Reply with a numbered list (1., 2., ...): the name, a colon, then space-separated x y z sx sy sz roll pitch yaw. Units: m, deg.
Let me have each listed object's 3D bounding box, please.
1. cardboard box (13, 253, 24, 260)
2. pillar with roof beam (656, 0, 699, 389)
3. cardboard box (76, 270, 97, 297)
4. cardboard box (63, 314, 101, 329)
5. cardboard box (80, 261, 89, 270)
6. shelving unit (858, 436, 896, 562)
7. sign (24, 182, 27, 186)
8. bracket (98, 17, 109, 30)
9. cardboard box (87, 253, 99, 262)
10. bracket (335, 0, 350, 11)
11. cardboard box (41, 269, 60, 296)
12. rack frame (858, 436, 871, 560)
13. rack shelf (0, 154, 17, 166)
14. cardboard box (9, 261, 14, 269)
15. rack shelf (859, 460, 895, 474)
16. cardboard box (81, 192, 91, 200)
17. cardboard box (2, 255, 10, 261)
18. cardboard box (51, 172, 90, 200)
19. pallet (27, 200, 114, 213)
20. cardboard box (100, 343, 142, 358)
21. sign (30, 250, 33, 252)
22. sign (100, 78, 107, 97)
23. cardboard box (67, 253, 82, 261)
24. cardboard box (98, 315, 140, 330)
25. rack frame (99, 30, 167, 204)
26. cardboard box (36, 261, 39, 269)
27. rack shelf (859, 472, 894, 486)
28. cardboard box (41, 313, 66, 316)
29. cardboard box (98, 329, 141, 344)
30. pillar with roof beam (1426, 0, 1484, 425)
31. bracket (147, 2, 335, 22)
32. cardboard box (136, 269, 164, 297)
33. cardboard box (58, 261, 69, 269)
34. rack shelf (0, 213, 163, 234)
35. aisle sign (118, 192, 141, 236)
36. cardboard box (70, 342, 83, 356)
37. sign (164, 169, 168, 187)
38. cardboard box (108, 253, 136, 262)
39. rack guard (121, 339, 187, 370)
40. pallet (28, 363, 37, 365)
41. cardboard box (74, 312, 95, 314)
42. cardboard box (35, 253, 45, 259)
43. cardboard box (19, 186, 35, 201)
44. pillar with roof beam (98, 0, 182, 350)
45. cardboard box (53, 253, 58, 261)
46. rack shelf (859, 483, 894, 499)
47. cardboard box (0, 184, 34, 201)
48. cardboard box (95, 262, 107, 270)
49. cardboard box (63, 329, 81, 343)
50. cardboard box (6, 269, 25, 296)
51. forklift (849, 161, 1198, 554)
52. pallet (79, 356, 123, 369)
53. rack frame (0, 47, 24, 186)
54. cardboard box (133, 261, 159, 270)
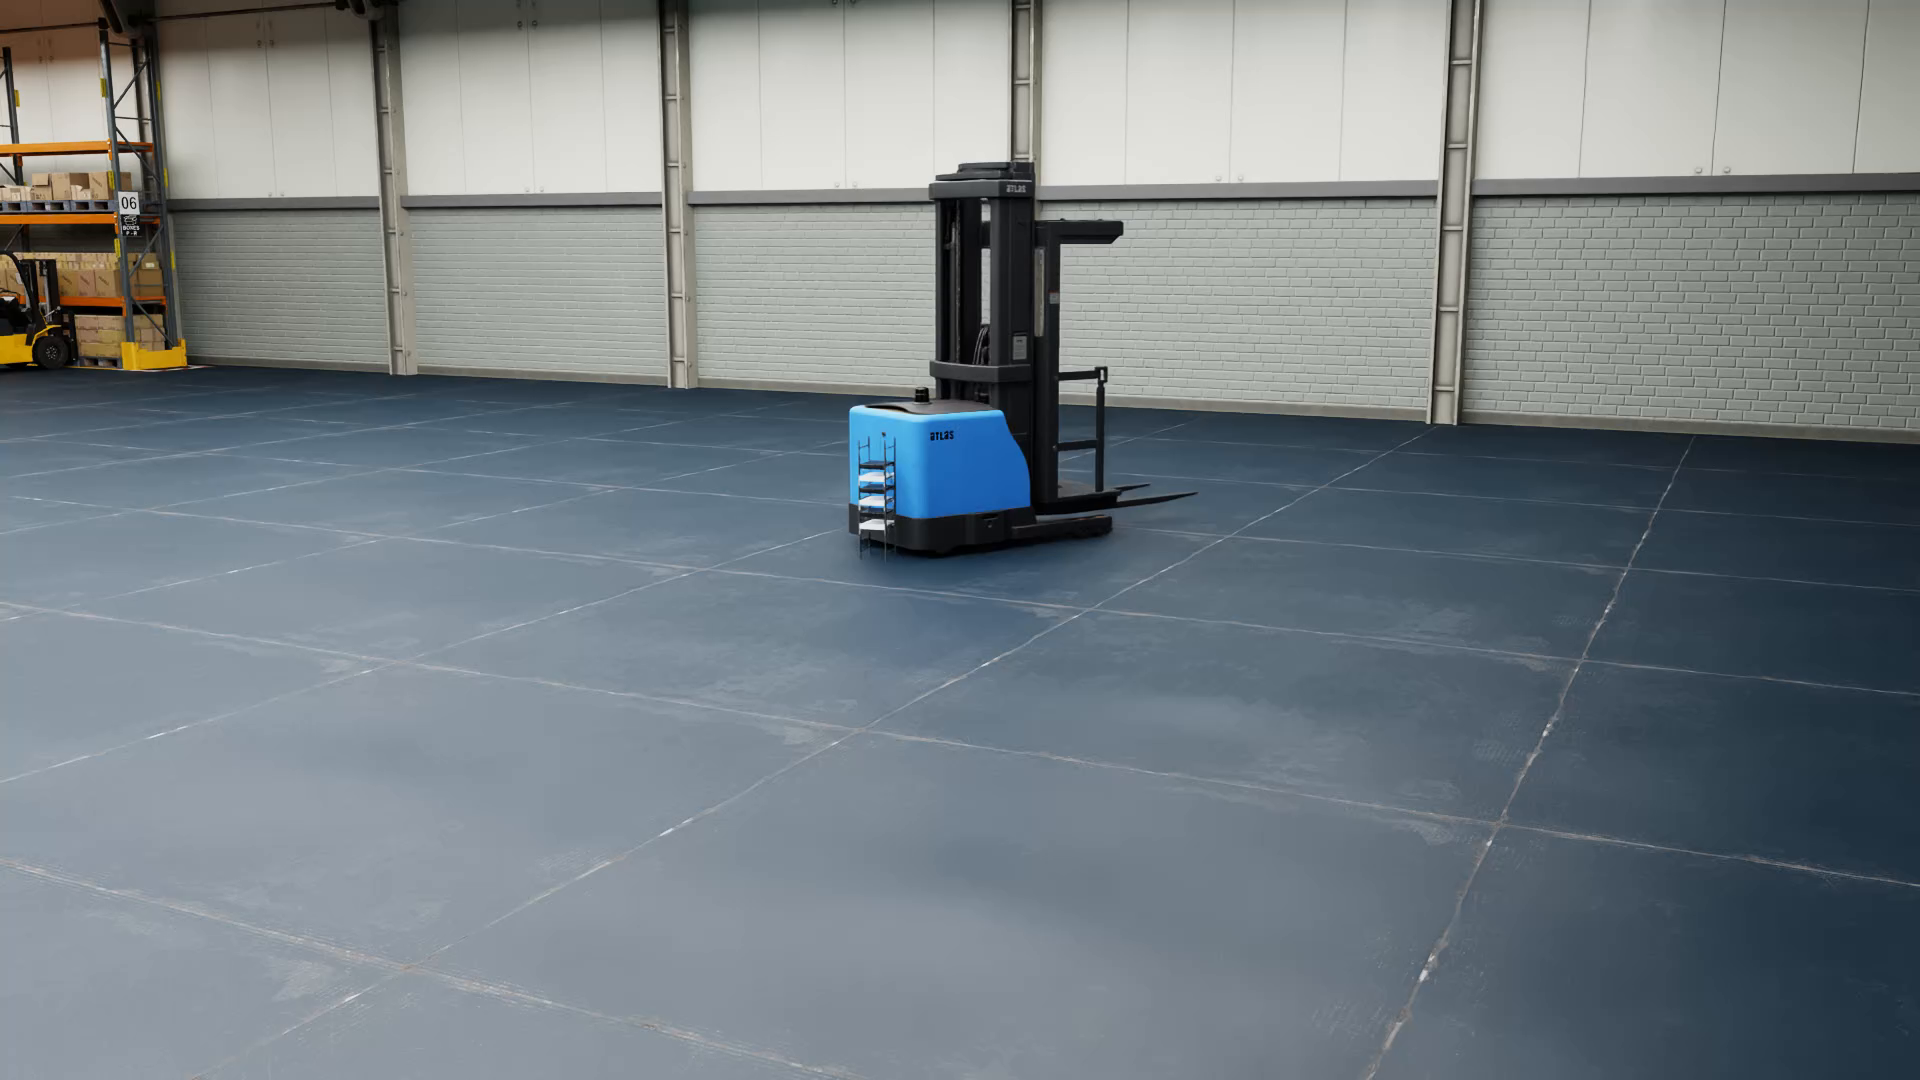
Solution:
1. cardboard box: -17.744 -5.385 31.624 0.250 0.149 0.380 5 12 27
2. pillar with roof beam: -6.373 -6.207 22.257 0.400 9.000 9.100 5 11 26
3. cardboard box: -16.022 -4.777 30.924 0.500 0.500 0.500 5 12 28
4. cardboard box: -16.472 -4.099 31.188 0.500 0.250 0.500 5 11 27
5. cardboard box: -16.104 -5.107 30.923 0.250 0.149 0.380 5 11 25
6. shelving unit: -0.617 -0.309 12.408 0.210 0.900 0.258 3 11 16
7. sign: -18.347 -6.862 32.628 0.005 0.325 0.100 5 11 26
8. bracket: -15.758 -9.587 30.827 0.430 0.232 0.235 5 11 26
9. cardboard box: -15.900 -5.229 30.763 0.250 0.149 0.380 5 12 27
10. bracket: -10.378 -9.114 28.215 0.430 0.232 0.235 5 11 26
11. cardboard box: -16.938 -4.856 31.356 0.500 0.500 0.500 5 11 26
12. rack frame: -0.715 -0.314 12.436 0.006 0.900 0.240 3 11 16
13. rack shelf: -20.384 -7.563 32.894 4.000 0.370 1.077 5 11 26
14. cardboard box: -17.942 -5.269 31.820 0.250 0.149 0.380 5 11 26
15. rack shelf: -0.618 -0.541 12.365 0.200 0.077 0.258 3 11 16
16. cardboard box: -15.881 -6.314 30.518 0.250 0.149 0.380 5 11 24
17. cardboard box: -18.154 -5.443 31.945 0.250 0.149 0.380 5 11 27
18. cardboard box: -16.383 -6.563 30.906 0.500 0.500 0.700 5 11 26
19. pallet: -16.724 -6.277 31.318 1.213 0.211 1.003 5 11 26
20. cardboard box: -15.565 -3.529 30.849 0.500 0.250 0.500 5 11 26
21. sign: -18.347 -5.558 32.864 0.005 0.325 0.100 5 11 26
22. sign: -15.256 -8.054 29.619 0.005 0.325 0.100 5 11 26
23. cardboard box: -16.373 -5.263 30.952 0.250 0.149 0.380 5 12 27
24. cardboard box: -15.555 -4.021 30.760 0.500 0.250 0.500 5 12 28
25. rack frame: -15.004 -7.641 30.182 0.127 3.000 1.000 5 11 26
26. cardboard box: -17.286 -5.200 31.437 0.250 0.149 0.380 5 11 24
27. rack shelf: -0.618 -0.453 12.381 0.200 0.077 0.258 3 11 16
28. cardboard box: -17.390 -4.182 31.651 0.500 0.250 0.500 5 12 28
29. cardboard box: -15.578 -3.777 30.815 0.500 0.250 0.500 5 11 25
30. pillar with roof beam: 4.389 -5.261 17.032 0.400 9.000 9.100 5 11 26
31. bracket: -12.688 -9.317 29.337 4.783 0.066 0.076 5 11 26
32. cardboard box: -15.325 -4.822 31.168 0.500 0.500 0.500 5 12 28
33. cardboard box: -16.600 -5.137 31.090 0.250 0.149 0.380 5 11 26
34. rack shelf: -16.797 -5.969 31.384 4.000 0.370 1.077 5 11 26
35. aisle sign: -15.075 -5.916 30.197 0.004 0.787 0.394 5 11 26
36. cardboard box: -16.451 -3.611 31.300 0.500 0.250 0.500 5 11 26
37. sign: -14.753 -6.722 30.851 0.005 0.325 0.100 5 11 26
38. cardboard box: -15.418 -5.198 30.593 0.250 0.149 0.380 5 11 26
39. rack guard: -14.982 -3.457 30.928 0.348 0.500 1.175 5 11 26
40. pallet: -17.896 -3.563 32.323 1.213 0.211 1.003 5 11 26
41. cardboard box: -16.701 -4.224 31.882 0.500 0.250 0.500 5 11 25
42. cardboard box: -17.246 -5.358 31.473 0.250 0.149 0.380 5 11 26
43. cardboard box: -17.394 -6.505 31.242 0.258 0.266 0.396 5 11 24
44. pillar with roof beam: -17.134 -7.152 27.481 0.548 9.000 9.100 5 11 26
45. cardboard box: -16.796 -5.318 31.256 0.250 0.149 0.380 5 11 27
46. rack shelf: -0.618 -0.364 12.397 0.200 0.077 0.258 3 11 16
47. cardboard box: -17.953 -6.588 31.575 0.500 0.311 0.500 5 12 27
48. cardboard box: -15.681 -5.055 30.638 0.250 0.149 0.380 5 12 27
49. cardboard box: -16.496 -3.856 31.249 0.500 0.250 0.500 5 11 25
50. cardboard box: -17.834 -4.938 31.813 0.500 0.500 0.500 5 12 27
51. forklift: 0.616 -1.520 13.397 3.031 2.935 1.130 -7 13 -35
52. pallet: -15.708 -3.371 31.261 1.213 0.211 1.003 5 11 26
53. rack frame: -18.591 -7.956 31.923 0.127 3.000 1.000 5 11 26
54. cardboard box: -15.193 -5.126 31.026 0.250 0.149 0.380 5 11 24
